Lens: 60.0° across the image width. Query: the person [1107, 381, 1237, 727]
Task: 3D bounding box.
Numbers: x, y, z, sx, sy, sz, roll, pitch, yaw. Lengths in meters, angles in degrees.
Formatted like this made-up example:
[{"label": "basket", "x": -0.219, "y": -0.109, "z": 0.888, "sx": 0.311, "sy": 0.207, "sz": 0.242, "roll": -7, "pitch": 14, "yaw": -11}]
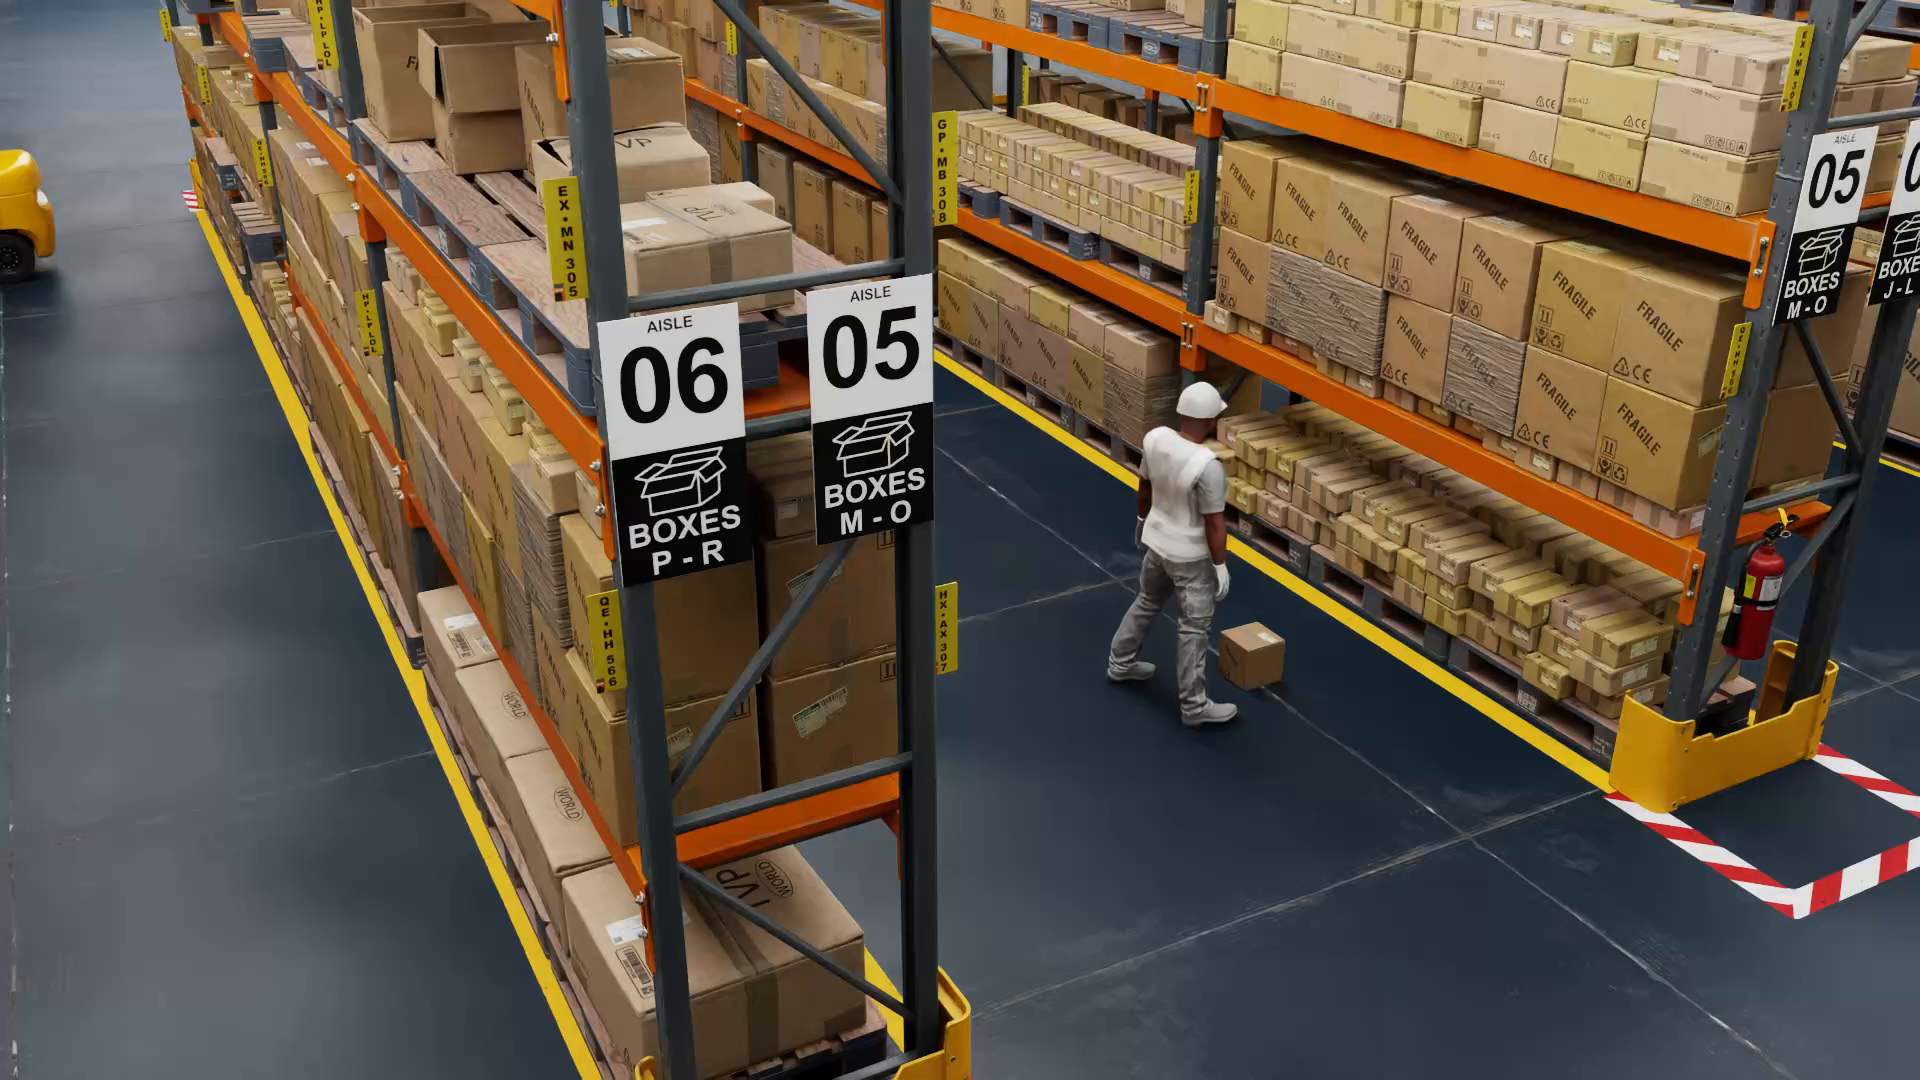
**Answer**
[{"label": "person", "x": 1.121, "y": 0.046, "z": 8.500, "sx": 0.428, "sy": 1.788, "sz": 0.708, "roll": -13, "pitch": 28, "yaw": -25}]
